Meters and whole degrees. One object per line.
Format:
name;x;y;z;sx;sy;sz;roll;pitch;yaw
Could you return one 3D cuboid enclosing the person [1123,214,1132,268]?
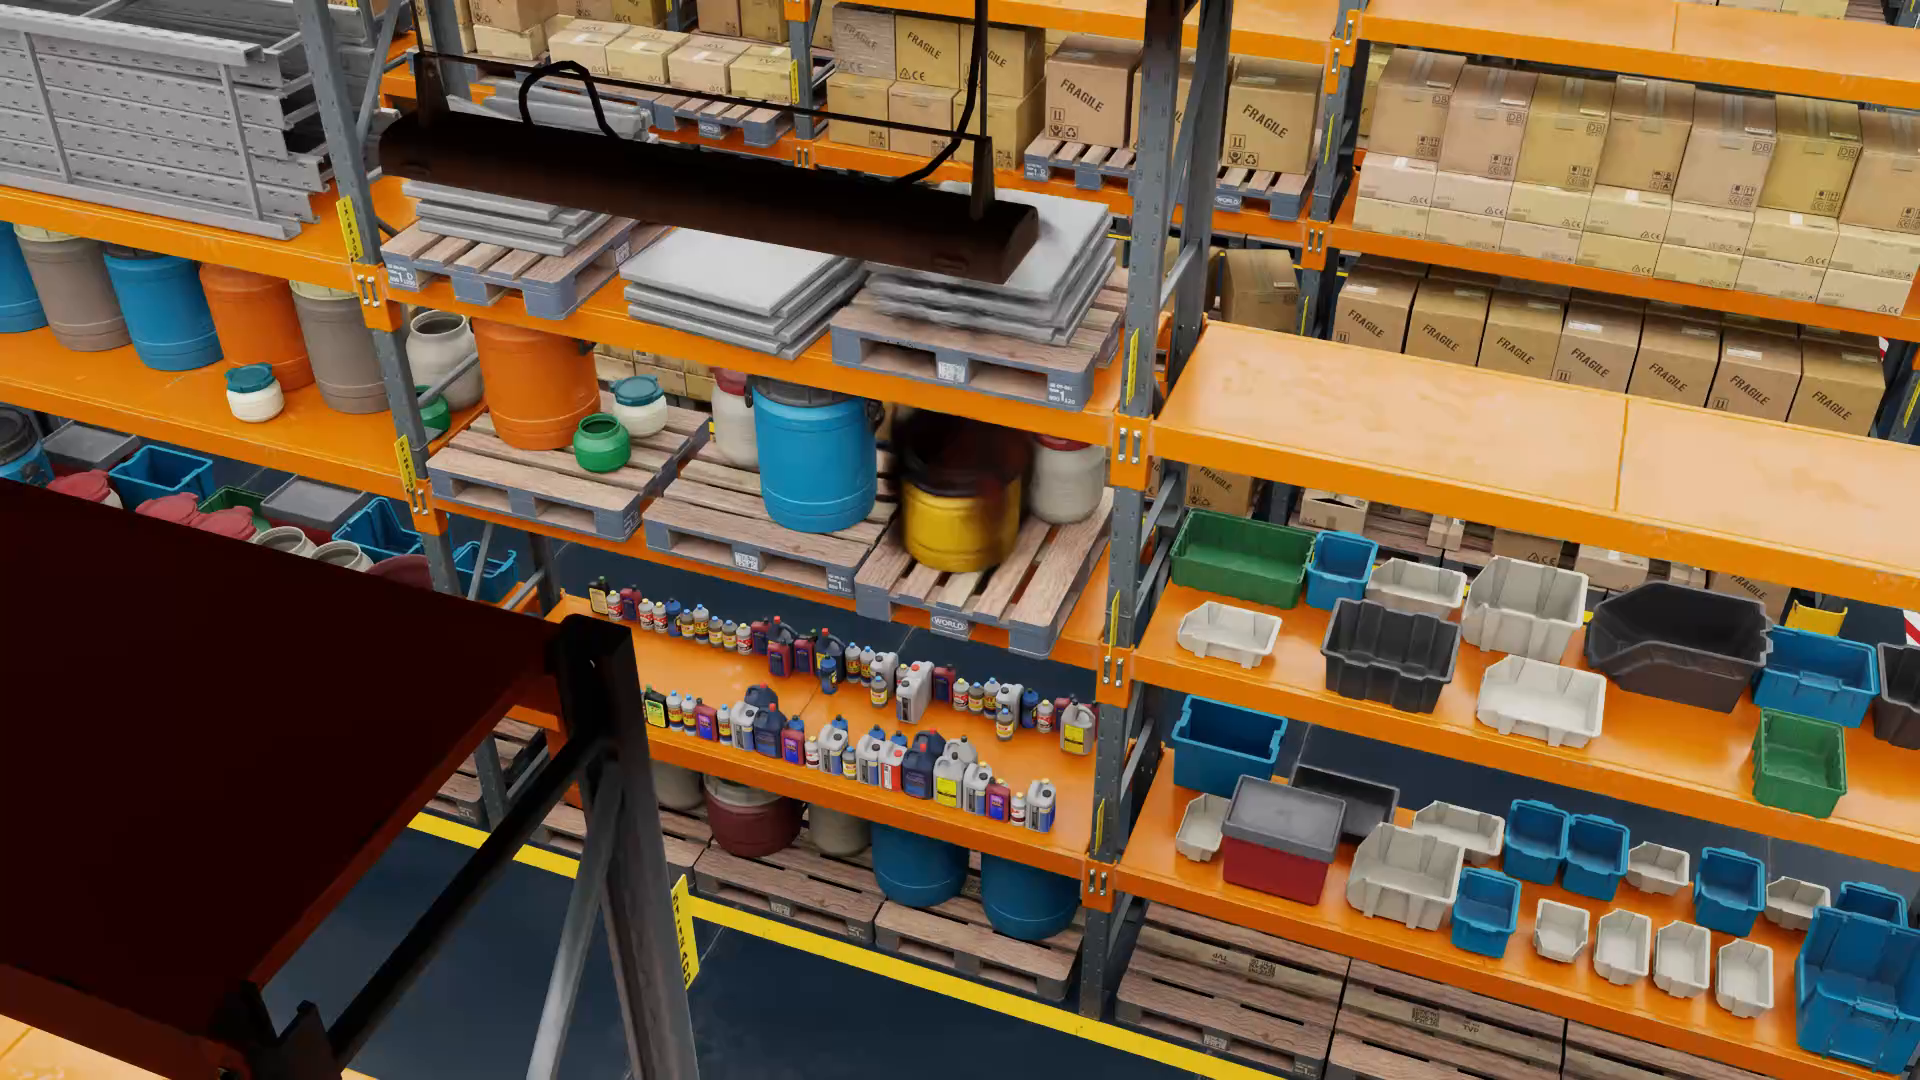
person;1.779;-2.253;15.044;0.773;1.677;0.658;6;37;9
